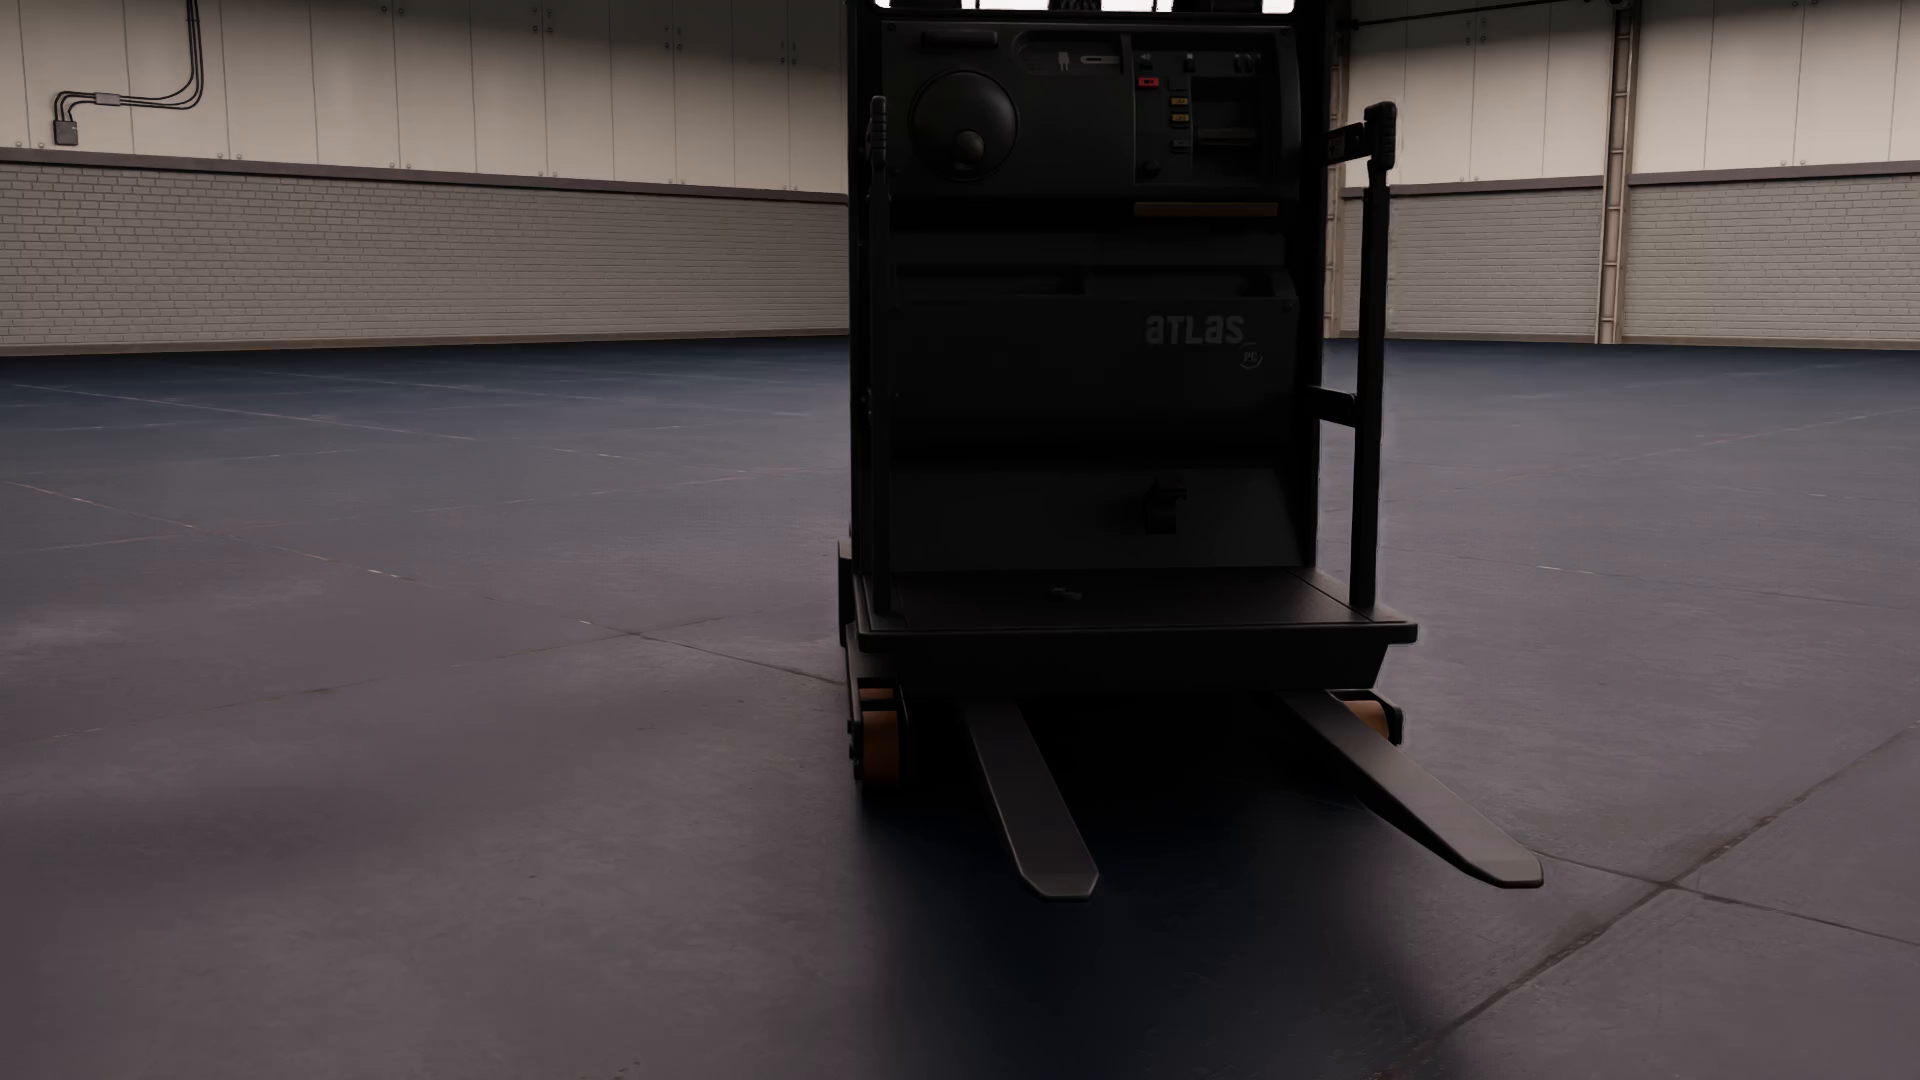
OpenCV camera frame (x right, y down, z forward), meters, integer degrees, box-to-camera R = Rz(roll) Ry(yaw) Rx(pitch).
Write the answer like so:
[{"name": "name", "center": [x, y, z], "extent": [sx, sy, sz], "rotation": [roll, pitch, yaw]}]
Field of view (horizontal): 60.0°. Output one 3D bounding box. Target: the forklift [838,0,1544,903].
[{"name": "forklift", "center": [0.312, -0.995, 3.480], "extent": [1.130, 2.935, 3.031], "rotation": [-1, 9, -5]}]
